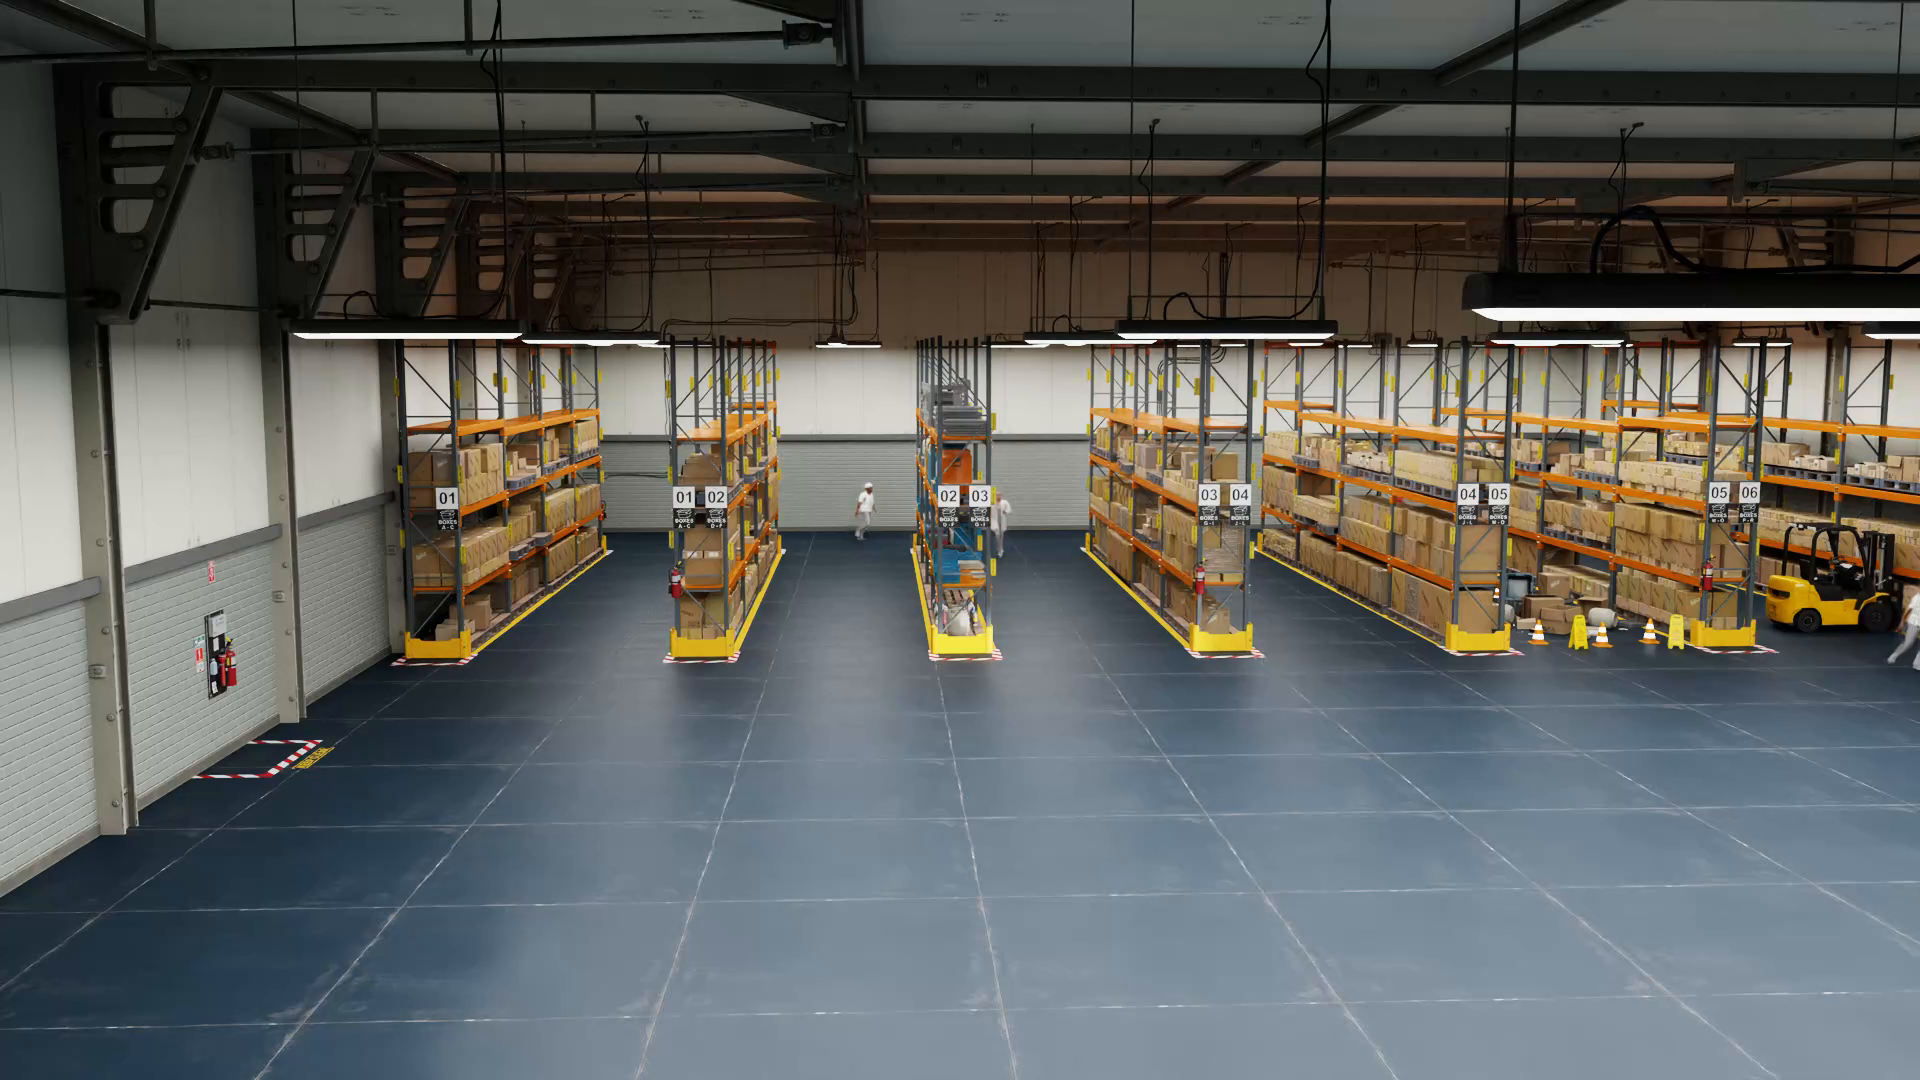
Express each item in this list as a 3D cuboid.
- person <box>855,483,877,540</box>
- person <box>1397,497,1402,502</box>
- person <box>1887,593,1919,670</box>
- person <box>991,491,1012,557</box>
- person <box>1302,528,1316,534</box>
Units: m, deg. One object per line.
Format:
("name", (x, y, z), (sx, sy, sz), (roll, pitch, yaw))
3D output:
("person", (-2.877, -0.859, 50.410), (0.550, 1.737, 0.712), (3, 7, 28))
("person", (12.093, -0.298, 45.476), (0.658, 1.737, 0.815), (-4, 8, -30))
("person", (17.232, 1.515, 29.997), (0.647, 1.614, 0.671), (-1, 7, -6))
("person", (1.079, -0.466, 46.659), (0.720, 1.825, 0.896), (-1, 7, -11))
("person", (10.252, -0.627, 48.782), (0.825, 1.711, 0.751), (-2, 7, -18))
